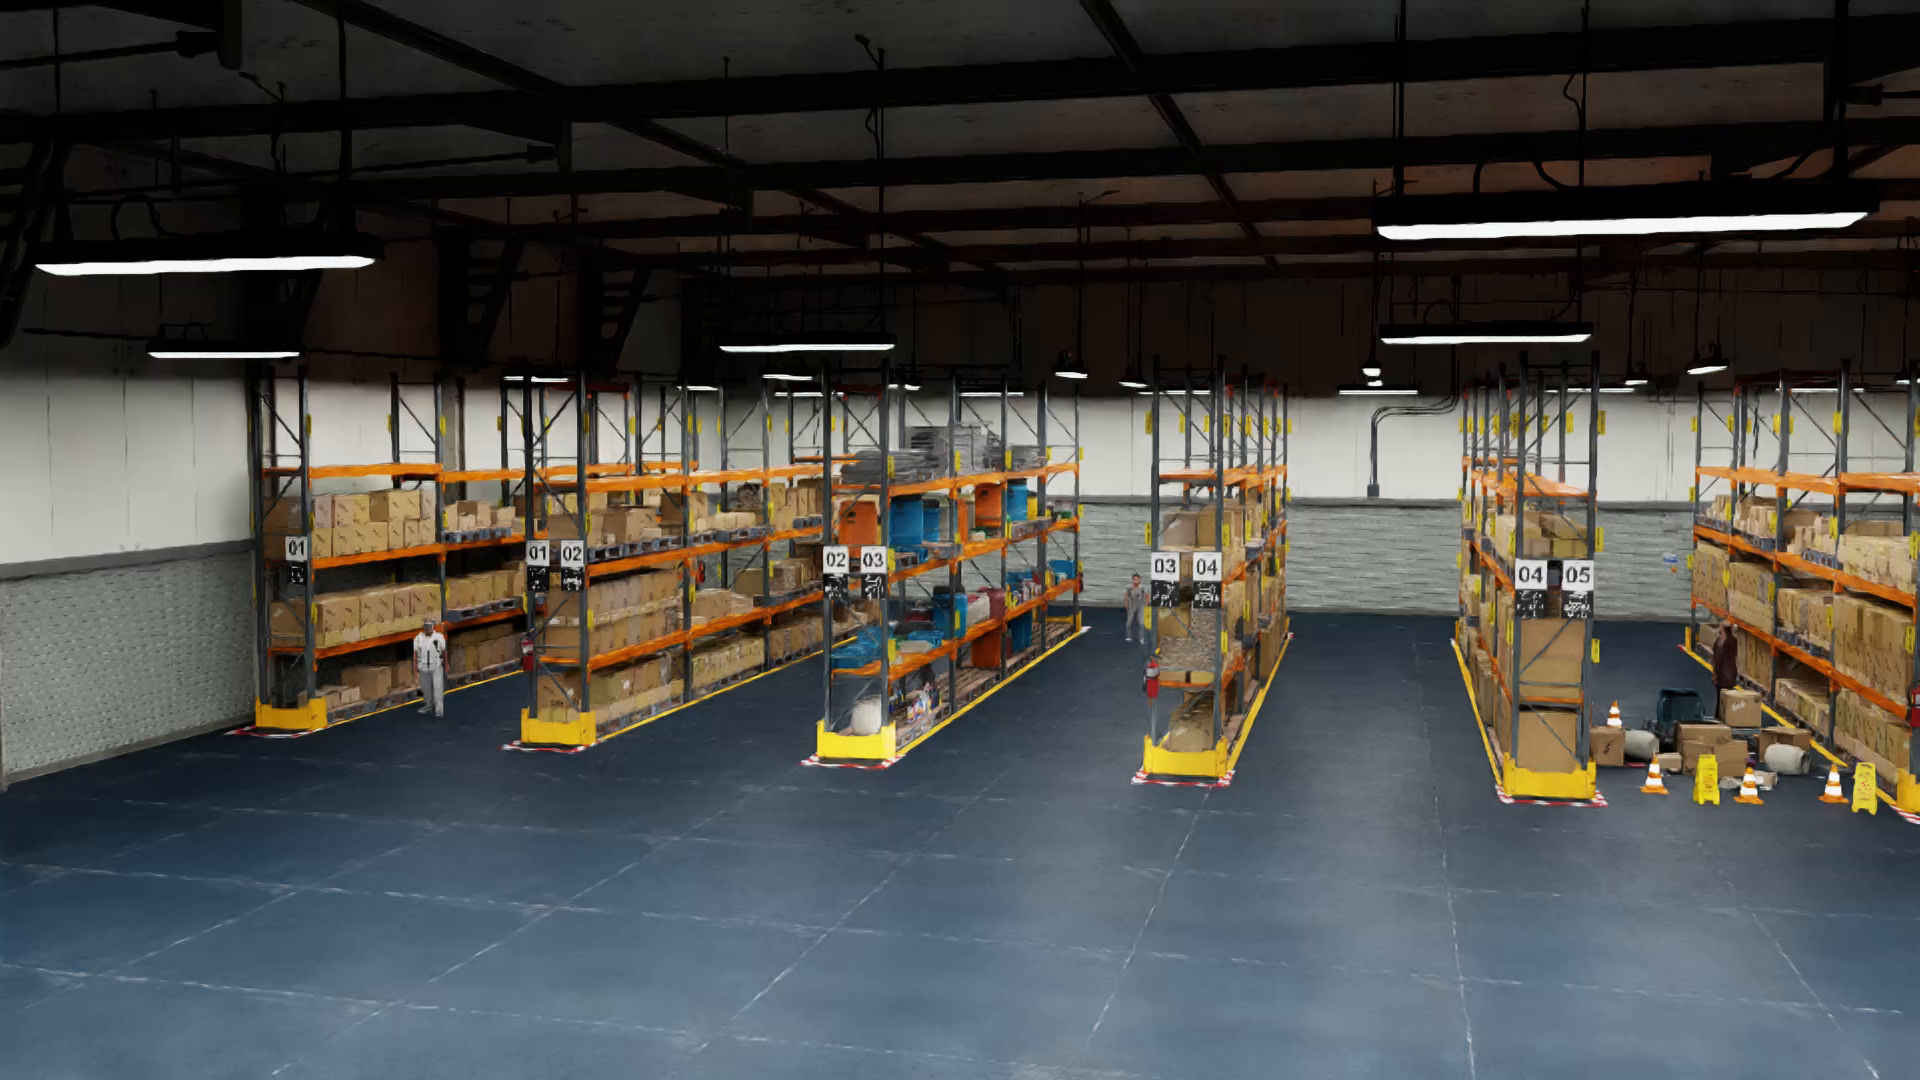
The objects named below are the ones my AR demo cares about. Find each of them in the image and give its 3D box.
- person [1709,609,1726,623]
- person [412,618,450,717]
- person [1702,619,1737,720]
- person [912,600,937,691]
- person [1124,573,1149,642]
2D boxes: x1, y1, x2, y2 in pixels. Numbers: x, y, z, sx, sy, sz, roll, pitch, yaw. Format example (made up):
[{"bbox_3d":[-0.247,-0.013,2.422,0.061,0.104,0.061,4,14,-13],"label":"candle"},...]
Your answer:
[{"bbox_3d":[17.805,1.459,38.963,0.721,1.713,0.569,-1,4,-14],"label":"person"},{"bbox_3d":[-9.110,2.179,28.603,0.586,1.711,0.972,-1,4,-8],"label":"person"},{"bbox_3d":[12.630,2.205,27.561,0.638,1.755,0.667,3,5,40],"label":"person"},{"bbox_3d":[-0.647,1.906,29.896,0.476,1.644,0.535,0,4,7],"label":"person"},{"bbox_3d":[4.064,1.559,38.310,0.580,1.617,0.503,1,4,13],"label":"person"}]
